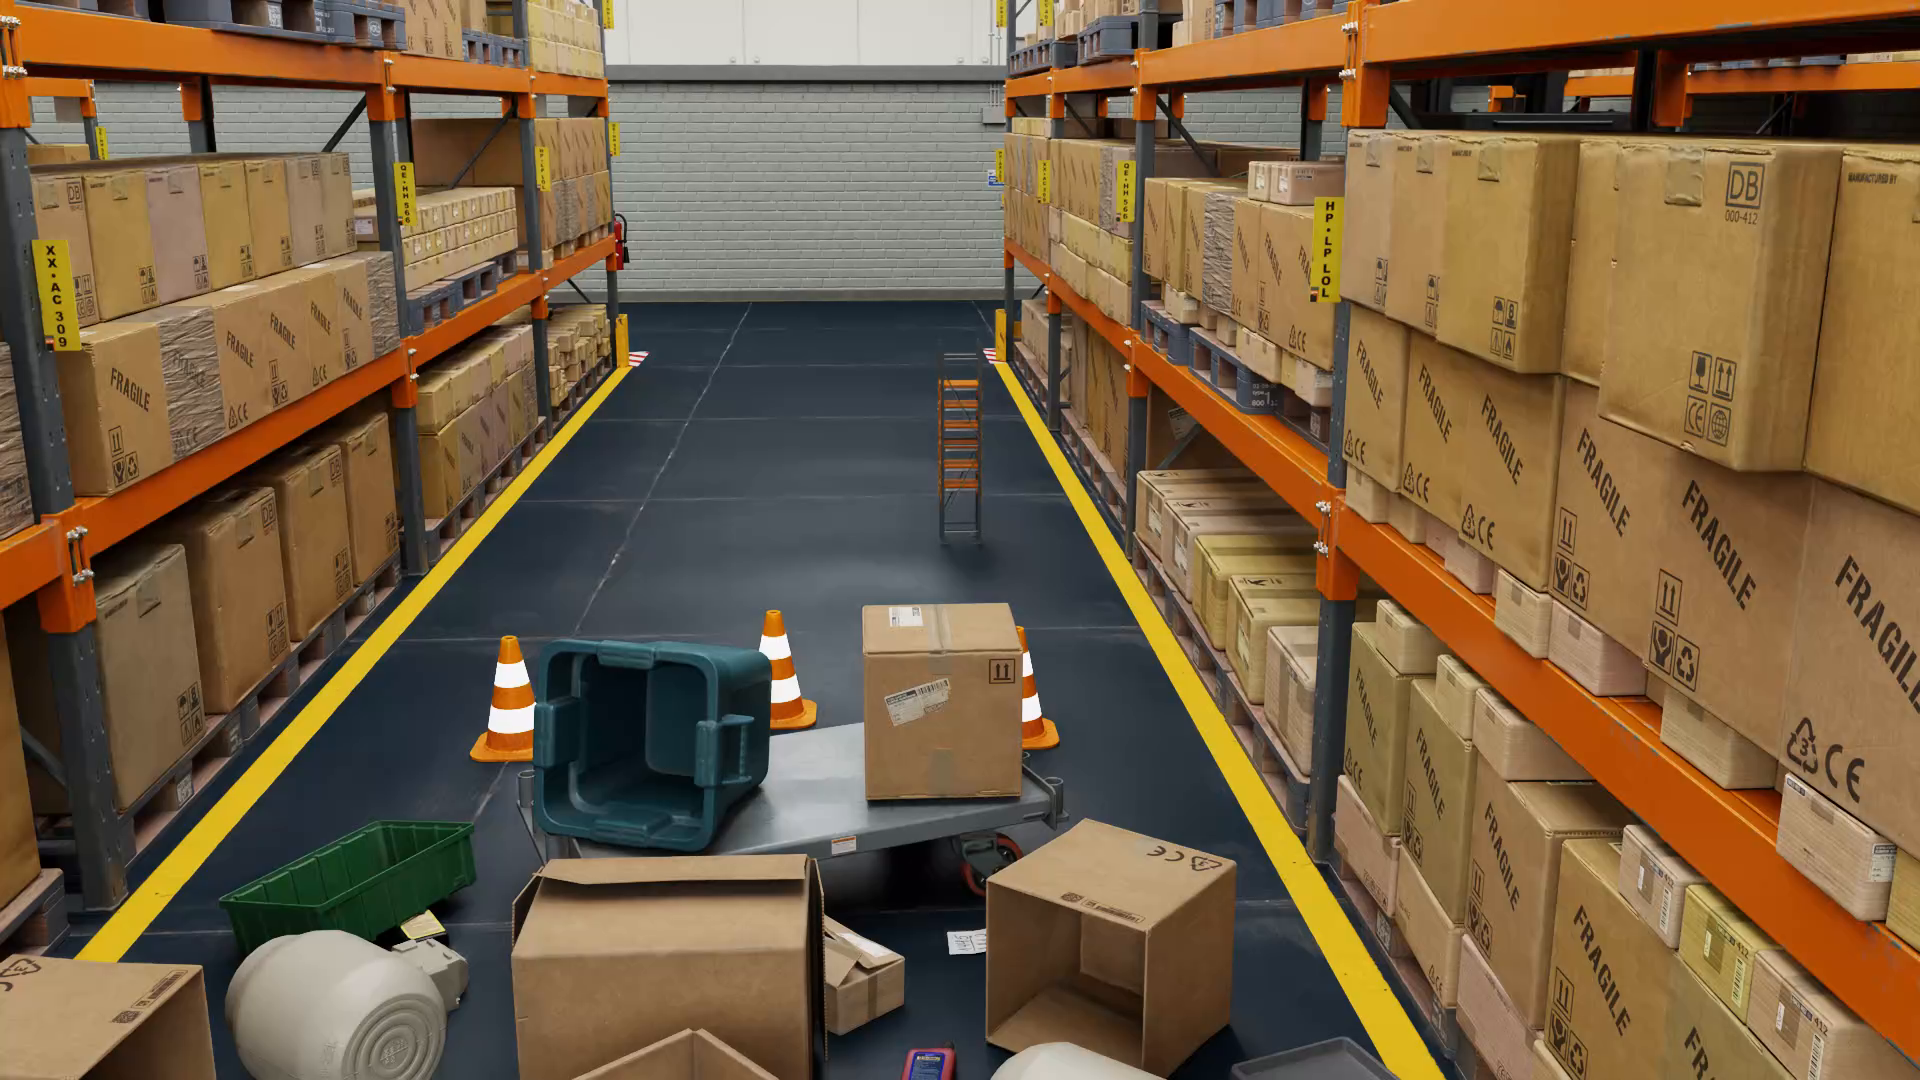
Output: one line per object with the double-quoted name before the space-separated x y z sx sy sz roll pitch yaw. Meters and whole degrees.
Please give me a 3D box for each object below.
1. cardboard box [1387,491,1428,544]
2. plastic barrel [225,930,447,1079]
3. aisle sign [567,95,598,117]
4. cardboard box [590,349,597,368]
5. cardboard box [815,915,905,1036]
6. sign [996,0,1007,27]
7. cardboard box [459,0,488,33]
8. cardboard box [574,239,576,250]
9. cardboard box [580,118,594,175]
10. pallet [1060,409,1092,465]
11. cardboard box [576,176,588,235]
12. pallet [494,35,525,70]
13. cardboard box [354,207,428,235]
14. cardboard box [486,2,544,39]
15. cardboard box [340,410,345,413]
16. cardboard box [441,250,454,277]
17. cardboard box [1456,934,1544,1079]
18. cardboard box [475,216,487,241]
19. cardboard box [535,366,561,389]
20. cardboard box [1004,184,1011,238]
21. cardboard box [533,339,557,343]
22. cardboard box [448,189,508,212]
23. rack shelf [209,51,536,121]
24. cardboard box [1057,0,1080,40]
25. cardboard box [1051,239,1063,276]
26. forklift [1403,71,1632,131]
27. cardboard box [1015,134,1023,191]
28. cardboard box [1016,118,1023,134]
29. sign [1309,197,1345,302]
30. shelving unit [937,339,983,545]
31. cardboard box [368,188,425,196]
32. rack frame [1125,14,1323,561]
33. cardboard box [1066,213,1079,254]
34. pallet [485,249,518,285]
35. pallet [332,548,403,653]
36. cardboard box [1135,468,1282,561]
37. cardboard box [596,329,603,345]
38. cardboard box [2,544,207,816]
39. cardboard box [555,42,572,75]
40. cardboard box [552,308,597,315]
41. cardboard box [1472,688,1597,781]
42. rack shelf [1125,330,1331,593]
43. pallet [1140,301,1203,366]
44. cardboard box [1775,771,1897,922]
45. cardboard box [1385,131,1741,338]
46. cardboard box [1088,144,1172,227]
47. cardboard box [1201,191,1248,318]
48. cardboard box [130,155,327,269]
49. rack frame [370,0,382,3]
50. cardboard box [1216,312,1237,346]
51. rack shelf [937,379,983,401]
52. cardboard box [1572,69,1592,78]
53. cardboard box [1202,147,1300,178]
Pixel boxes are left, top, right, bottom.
"cardboard box" 1.475 -0.091 4.864 0.380 0.149 0.250 0 14 -2
"plastic barrel" -1.625 1.250 4.320 0.512 0.421 0.421 10 18 35
"aisle sign" -3.675 -4.523 16.367 0.394 0.787 0.004 -1 14 -3
"cardboard box" -3.575 -1.683 15.425 0.380 0.149 0.250 -2 15 -6
"cardboard box" -0.383 1.202 4.822 0.258 0.266 0.396 -13 20 -42
"sign" 0.411 -5.250 16.477 0.100 0.325 0.005 -1 14 -3
"cardboard box" -3.808 -3.855 11.924 0.700 0.500 0.500 -1 14 -3
"cardboard box" -3.643 -2.655 14.829 0.380 0.149 0.250 -1 14 -2
"cardboard box" -3.620 -3.552 15.009 0.500 0.500 0.500 0 14 -1
"pallet" 1.336 -0.806 12.737 1.003 0.211 1.213 -1 14 -3
"cardboard box" -3.596 -2.947 14.663 0.500 0.500 0.500 0 14 -1
"pallet" -3.790 -3.453 11.782 1.213 0.211 1.003 -1 14 -3
"cardboard box" -3.339 -1.867 9.730 0.380 0.149 0.250 -1 14 -4
"cardboard box" -3.512 -3.992 12.798 0.500 0.250 0.500 0 14 -2
"cardboard box" -3.778 -0.773 9.680 0.500 0.250 0.500 -1 14 -5
"cardboard box" -3.371 -1.714 10.331 0.380 0.149 0.250 0 14 -2
"cardboard box" 1.555 1.186 4.074 0.500 0.250 0.500 -1 14 -4
"cardboard box" -3.434 -2.116 11.295 0.380 0.149 0.250 -2 15 -6
"cardboard box" -3.425 -1.308 13.371 0.380 0.149 0.250 0 14 -1
"cardboard box" 0.708 -3.267 16.503 0.500 0.500 0.500 -1 14 -4
"cardboard box" -3.559 -1.577 13.821 0.380 0.149 0.250 -1 14 -4
"cardboard box" -3.484 -2.452 12.005 0.380 0.149 0.250 -1 14 -5
"rack shelf" -3.598 -2.853 10.518 1.077 0.370 4.000 -1 14 -3
"cardboard box" 0.978 -3.828 11.823 0.500 0.500 0.500 -1 14 -4
"cardboard box" 0.976 -2.161 12.708 0.500 0.250 0.500 -1 14 -5
"forklift" 3.297 -1.518 10.046 1.130 2.935 3.031 -1 14 -5
"cardboard box" 0.789 -3.495 15.383 0.500 0.500 0.500 -1 14 -4
"cardboard box" 0.734 -3.901 15.659 0.380 0.149 0.250 -1 14 -5
"sign" 1.155 -0.909 5.217 0.100 0.325 0.005 -1 14 -3
"shelving unit" 0.001 -0.577 9.863 0.258 1.200 0.189 -1 14 -3
"cardboard box" -4.156 -2.511 12.232 0.380 0.149 0.250 0 14 -1
"rack frame" 1.460 -1.353 9.264 1.000 3.000 0.127 -1 14 -3
"cardboard box" 1.023 -2.148 11.653 0.500 0.250 0.500 -1 14 -3
"pallet" -3.819 -1.961 12.012 1.003 0.211 1.213 -1 14 -3
"pallet" -3.500 0.297 8.450 1.003 0.211 1.213 -1 14 -3
"cardboard box" 1.485 -0.143 8.992 0.950 0.372 0.625 -2 15 -7
"cardboard box" -3.618 -1.951 15.873 0.380 0.149 0.250 -1 15 -6
"cardboard box" -3.354 0.477 5.826 1.050 0.750 0.750 -1 14 -4
"cardboard box" -3.540 -3.999 13.832 0.500 0.250 0.500 0 14 -1
"cardboard box" -3.725 -2.160 16.088 0.380 0.149 0.250 -1 14 -2
"cardboard box" 1.476 0.471 4.046 0.380 0.149 0.250 0 14 0
"rack shelf" 1.584 -0.507 7.421 1.077 0.370 4.000 -1 14 -3
"pallet" 1.611 -1.084 8.606 1.213 0.211 1.003 -1 14 -3
"cardboard box" 1.552 0.480 2.646 0.380 0.149 0.250 -1 14 -2
"cardboard box" 1.529 -0.794 4.290 0.700 0.500 0.500 -1 14 -3
"cardboard box" 1.103 -2.261 10.587 0.500 0.500 0.500 -1 14 -3
"cardboard box" 1.359 -1.247 7.213 0.500 0.500 0.500 -1 14 -6
"cardboard box" -3.423 -1.546 7.809 0.700 0.500 0.500 -1 14 -4
"rack frame" -3.474 -4.157 8.122 1.000 3.000 0.127 -1 14 -3
"cardboard box" 1.347 -0.948 7.353 0.380 0.149 0.250 0 14 -2
"rack shelf" 0.001 -0.883 9.784 0.258 0.103 0.180 -1 14 -3
"cardboard box" 5.725 -4.223 14.906 0.380 0.149 0.250 -1 14 -2
"cardboard box" 1.674 -2.012 9.618 0.500 0.500 0.500 -1 14 -5
